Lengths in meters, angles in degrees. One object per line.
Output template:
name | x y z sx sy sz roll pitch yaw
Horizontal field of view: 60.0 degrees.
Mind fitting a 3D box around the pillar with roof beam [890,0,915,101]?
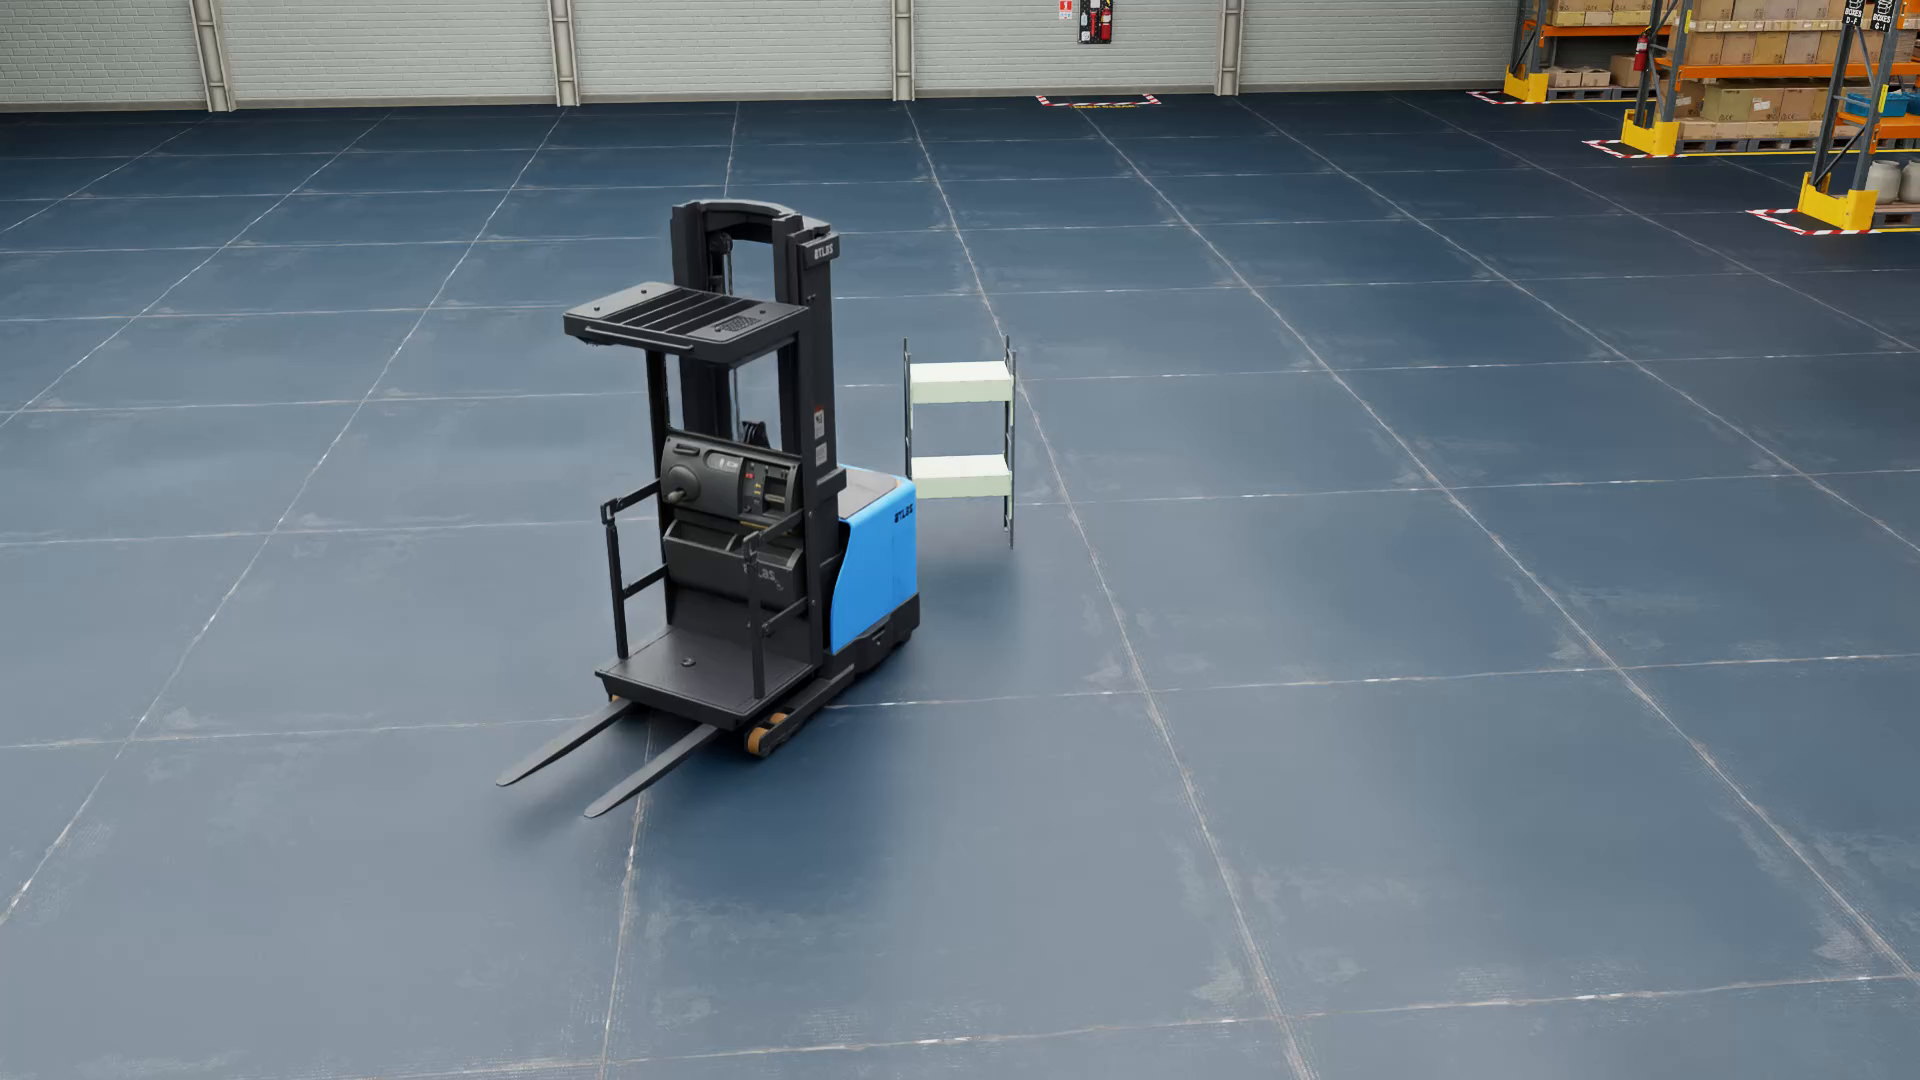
pillar with roof beam | -0.608 -10.415 24.603 0.400 9.000 9.100 -2 24 -5

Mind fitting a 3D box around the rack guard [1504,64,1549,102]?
rack guard | 10.374 -8.376 30.480 0.348 0.500 1.175 -2 24 -5

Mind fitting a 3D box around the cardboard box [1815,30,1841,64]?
cardboard box | 13.305 -7.656 25.659 0.500 0.500 0.700 -2 24 -4

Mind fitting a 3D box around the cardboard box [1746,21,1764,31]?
cardboard box | 11.963 -7.814 25.216 0.250 0.149 0.380 -3 24 -6

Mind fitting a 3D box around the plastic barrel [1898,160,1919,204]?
plastic barrel | 12.419 -4.643 21.550 0.421 0.512 0.421 0 24 0

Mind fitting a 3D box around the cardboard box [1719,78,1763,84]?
cardboard box | 12.287 -6.979 26.203 0.500 0.500 0.500 -2 24 -5

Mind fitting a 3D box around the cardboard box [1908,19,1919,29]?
cardboard box | 14.520 -7.918 25.449 0.250 0.149 0.380 -2 24 -5

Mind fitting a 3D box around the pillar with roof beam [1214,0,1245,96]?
pillar with roof beam | 5.362 -10.655 25.142 0.400 9.000 9.100 -2 24 -5

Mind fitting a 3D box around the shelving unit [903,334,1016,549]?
shelving unit | -0.007 -0.685 11.945 0.755 1.500 0.431 -2 24 -5

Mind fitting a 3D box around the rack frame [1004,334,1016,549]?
rack frame | 0.358 -0.700 11.978 0.023 1.500 0.400 -2 24 -5

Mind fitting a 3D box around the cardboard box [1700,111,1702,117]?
cardboard box | 11.790 -6.614 26.307 0.500 0.250 0.500 -2 24 -5

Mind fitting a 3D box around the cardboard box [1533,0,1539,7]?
cardboard box | 10.747 -9.903 30.075 0.500 0.500 0.500 -3 24 -6

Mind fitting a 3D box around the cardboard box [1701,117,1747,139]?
cardboard box | 11.842 -6.402 25.828 0.500 0.250 0.500 -2 24 -5

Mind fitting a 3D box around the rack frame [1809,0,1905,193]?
rack frame | 11.272 -5.511 20.956 0.127 3.000 1.000 -2 24 -5

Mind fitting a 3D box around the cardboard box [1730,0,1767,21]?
cardboard box | 11.831 -8.191 25.264 0.500 0.500 0.700 -3 24 -7

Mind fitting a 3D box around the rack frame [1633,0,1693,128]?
rack frame | 10.789 -7.513 25.461 0.127 3.000 1.000 -2 24 -5

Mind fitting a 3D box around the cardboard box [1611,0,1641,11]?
cardboard box | 11.811 -9.730 29.685 0.500 0.500 0.500 -3 24 -7

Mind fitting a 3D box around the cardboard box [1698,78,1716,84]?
cardboard box | 13.750 -8.548 30.735 0.250 0.166 0.380 -5 25 -12

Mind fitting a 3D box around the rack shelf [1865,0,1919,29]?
rack shelf | 13.263 -6.633 20.672 4.000 0.370 1.077 -2 24 -5

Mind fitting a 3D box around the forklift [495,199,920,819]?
forklift | -1.428 -0.315 9.351 1.130 2.935 3.031 13 27 27

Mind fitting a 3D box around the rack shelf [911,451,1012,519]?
rack shelf | -0.007 -0.387 12.077 0.720 0.370 0.431 -2 24 -5

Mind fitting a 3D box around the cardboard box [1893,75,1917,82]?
cardboard box | 17.549 -8.844 30.990 0.500 0.500 0.700 -2 24 -4

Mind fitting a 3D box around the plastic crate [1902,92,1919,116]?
plastic crate | 12.388 -5.608 21.356 0.408 0.251 0.499 -2 24 -5

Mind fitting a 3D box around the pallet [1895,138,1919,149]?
pallet | 15.499 -6.444 26.488 1.213 0.211 1.003 -2 24 -5

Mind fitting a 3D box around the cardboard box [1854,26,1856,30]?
cardboard box | 13.508 -7.878 25.359 0.250 0.149 0.380 -2 24 -5

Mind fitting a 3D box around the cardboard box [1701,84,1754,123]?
cardboard box | 11.842 -6.744 25.674 0.500 0.500 0.500 -2 24 -5

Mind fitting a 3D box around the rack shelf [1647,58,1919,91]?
rack shelf | 12.780 -7.264 25.786 4.000 0.370 1.077 -2 24 -5

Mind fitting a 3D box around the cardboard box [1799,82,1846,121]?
cardboard box | 13.334 -6.808 25.818 0.500 0.500 0.500 -2 24 -5

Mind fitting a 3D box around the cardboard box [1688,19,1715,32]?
cardboard box | 11.201 -7.784 25.148 0.250 0.149 0.380 -2 24 -6

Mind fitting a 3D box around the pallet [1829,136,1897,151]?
pallet | 13.974 -6.384 26.353 1.213 0.211 1.003 -2 24 -5

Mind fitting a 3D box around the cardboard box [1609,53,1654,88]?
cardboard box | 12.298 -8.597 30.435 0.500 0.500 0.700 -4 24 -8

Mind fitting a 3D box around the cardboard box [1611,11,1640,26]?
cardboard box | 11.838 -9.392 29.847 0.500 0.250 0.500 -3 24 -6

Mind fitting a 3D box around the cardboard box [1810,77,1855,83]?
cardboard box | 13.781 -7.036 26.332 0.500 0.500 0.500 -2 24 -5

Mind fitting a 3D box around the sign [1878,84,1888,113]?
sign | 11.322 -5.415 20.399 0.005 0.325 0.100 -2 24 -5

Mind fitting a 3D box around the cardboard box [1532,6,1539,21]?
cardboard box | 10.745 -9.553 30.210 0.500 0.250 0.500 -2 24 -4

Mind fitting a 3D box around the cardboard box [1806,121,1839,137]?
cardboard box | 13.335 -6.460 25.958 0.500 0.250 0.500 -2 24 -5

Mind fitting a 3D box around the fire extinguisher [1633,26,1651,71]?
fire extinguisher | 10.626 -7.661 25.888 0.183 0.674 0.296 -2 24 -5

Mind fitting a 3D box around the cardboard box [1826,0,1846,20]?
cardboard box | 13.328 -8.251 25.400 0.500 0.500 0.700 -2 24 -5

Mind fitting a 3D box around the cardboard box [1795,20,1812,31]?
cardboard box | 12.731 -7.845 25.285 0.250 0.149 0.380 -2 24 -5

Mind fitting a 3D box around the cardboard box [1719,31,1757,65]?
cardboard box | 11.777 -7.595 25.522 0.500 0.500 0.700 -2 24 -4

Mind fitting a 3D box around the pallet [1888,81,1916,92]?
pallet | 17.482 -8.530 31.181 1.213 0.211 1.003 -2 24 -5
